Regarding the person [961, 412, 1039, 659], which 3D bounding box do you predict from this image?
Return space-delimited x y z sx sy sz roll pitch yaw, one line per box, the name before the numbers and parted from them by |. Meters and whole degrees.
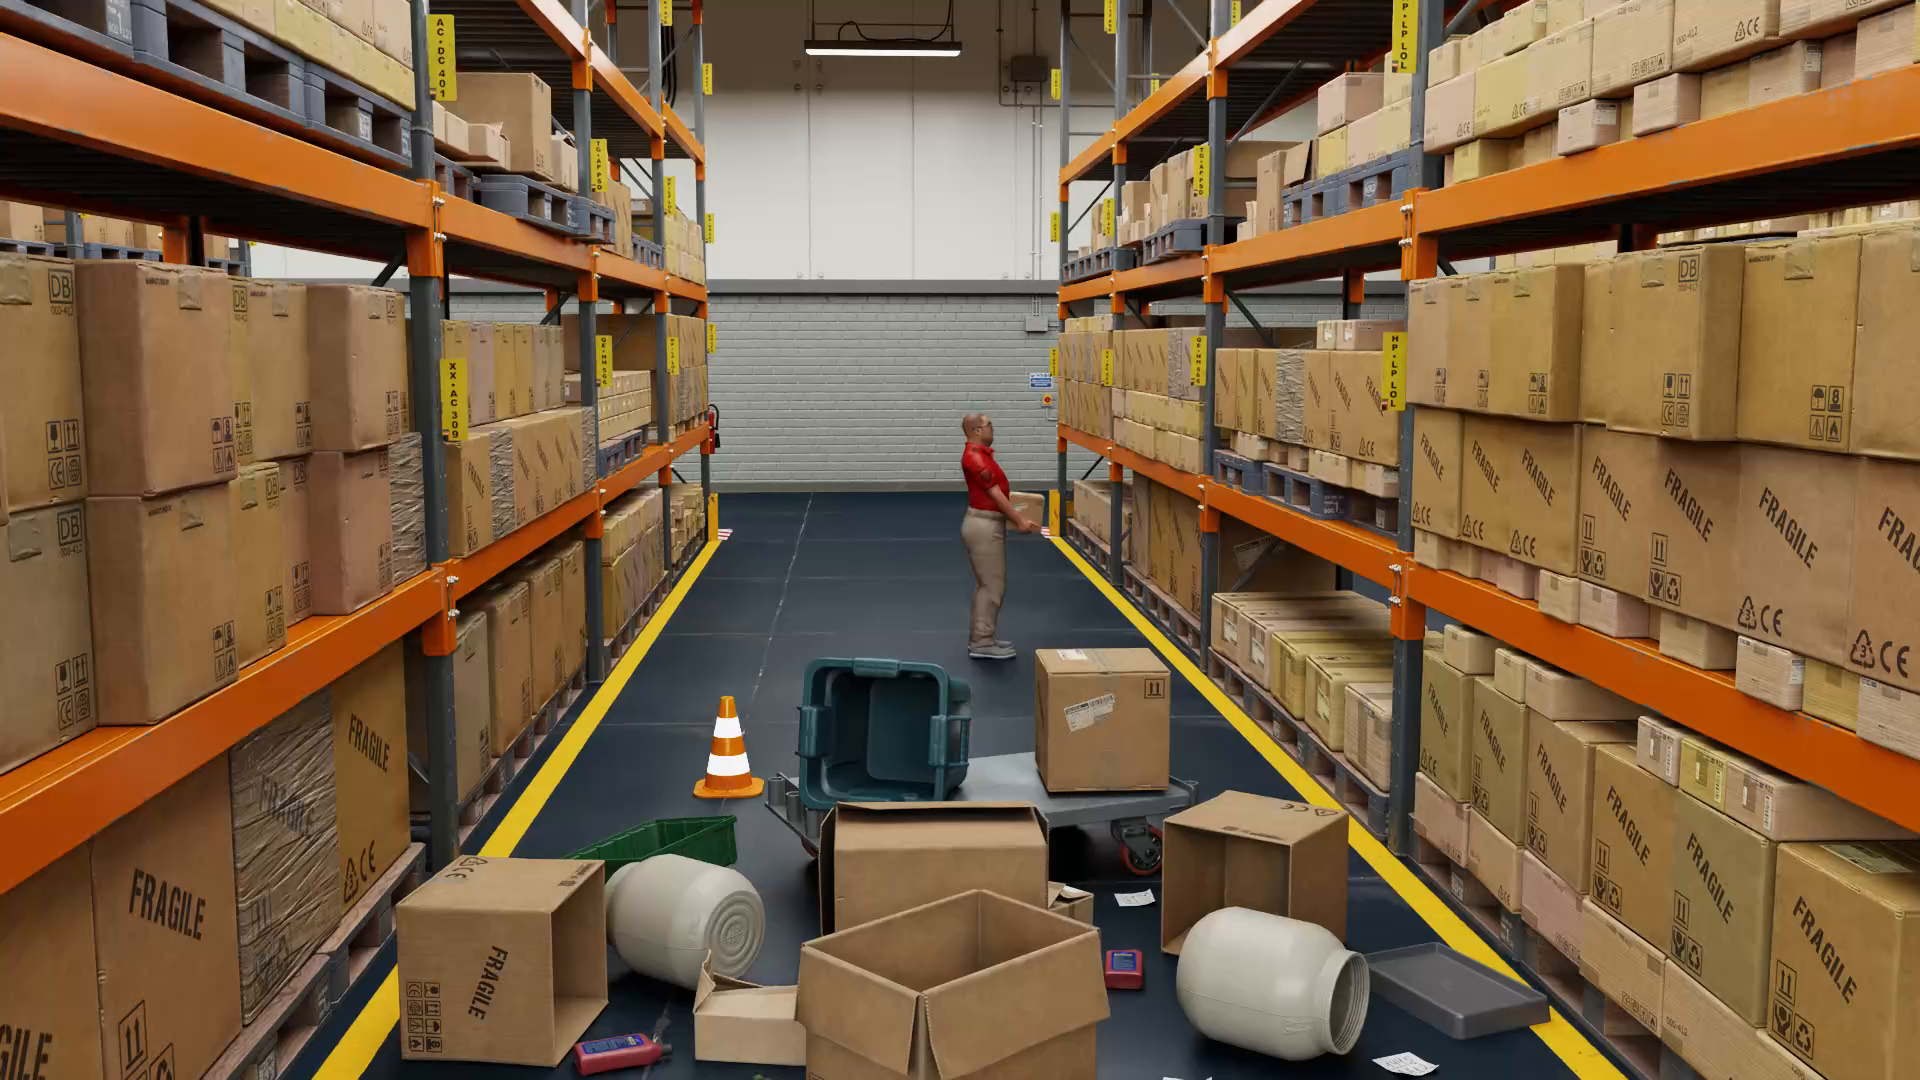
person | 0.274 -0.042 11.709 0.537 1.712 0.493 0 7 -4
